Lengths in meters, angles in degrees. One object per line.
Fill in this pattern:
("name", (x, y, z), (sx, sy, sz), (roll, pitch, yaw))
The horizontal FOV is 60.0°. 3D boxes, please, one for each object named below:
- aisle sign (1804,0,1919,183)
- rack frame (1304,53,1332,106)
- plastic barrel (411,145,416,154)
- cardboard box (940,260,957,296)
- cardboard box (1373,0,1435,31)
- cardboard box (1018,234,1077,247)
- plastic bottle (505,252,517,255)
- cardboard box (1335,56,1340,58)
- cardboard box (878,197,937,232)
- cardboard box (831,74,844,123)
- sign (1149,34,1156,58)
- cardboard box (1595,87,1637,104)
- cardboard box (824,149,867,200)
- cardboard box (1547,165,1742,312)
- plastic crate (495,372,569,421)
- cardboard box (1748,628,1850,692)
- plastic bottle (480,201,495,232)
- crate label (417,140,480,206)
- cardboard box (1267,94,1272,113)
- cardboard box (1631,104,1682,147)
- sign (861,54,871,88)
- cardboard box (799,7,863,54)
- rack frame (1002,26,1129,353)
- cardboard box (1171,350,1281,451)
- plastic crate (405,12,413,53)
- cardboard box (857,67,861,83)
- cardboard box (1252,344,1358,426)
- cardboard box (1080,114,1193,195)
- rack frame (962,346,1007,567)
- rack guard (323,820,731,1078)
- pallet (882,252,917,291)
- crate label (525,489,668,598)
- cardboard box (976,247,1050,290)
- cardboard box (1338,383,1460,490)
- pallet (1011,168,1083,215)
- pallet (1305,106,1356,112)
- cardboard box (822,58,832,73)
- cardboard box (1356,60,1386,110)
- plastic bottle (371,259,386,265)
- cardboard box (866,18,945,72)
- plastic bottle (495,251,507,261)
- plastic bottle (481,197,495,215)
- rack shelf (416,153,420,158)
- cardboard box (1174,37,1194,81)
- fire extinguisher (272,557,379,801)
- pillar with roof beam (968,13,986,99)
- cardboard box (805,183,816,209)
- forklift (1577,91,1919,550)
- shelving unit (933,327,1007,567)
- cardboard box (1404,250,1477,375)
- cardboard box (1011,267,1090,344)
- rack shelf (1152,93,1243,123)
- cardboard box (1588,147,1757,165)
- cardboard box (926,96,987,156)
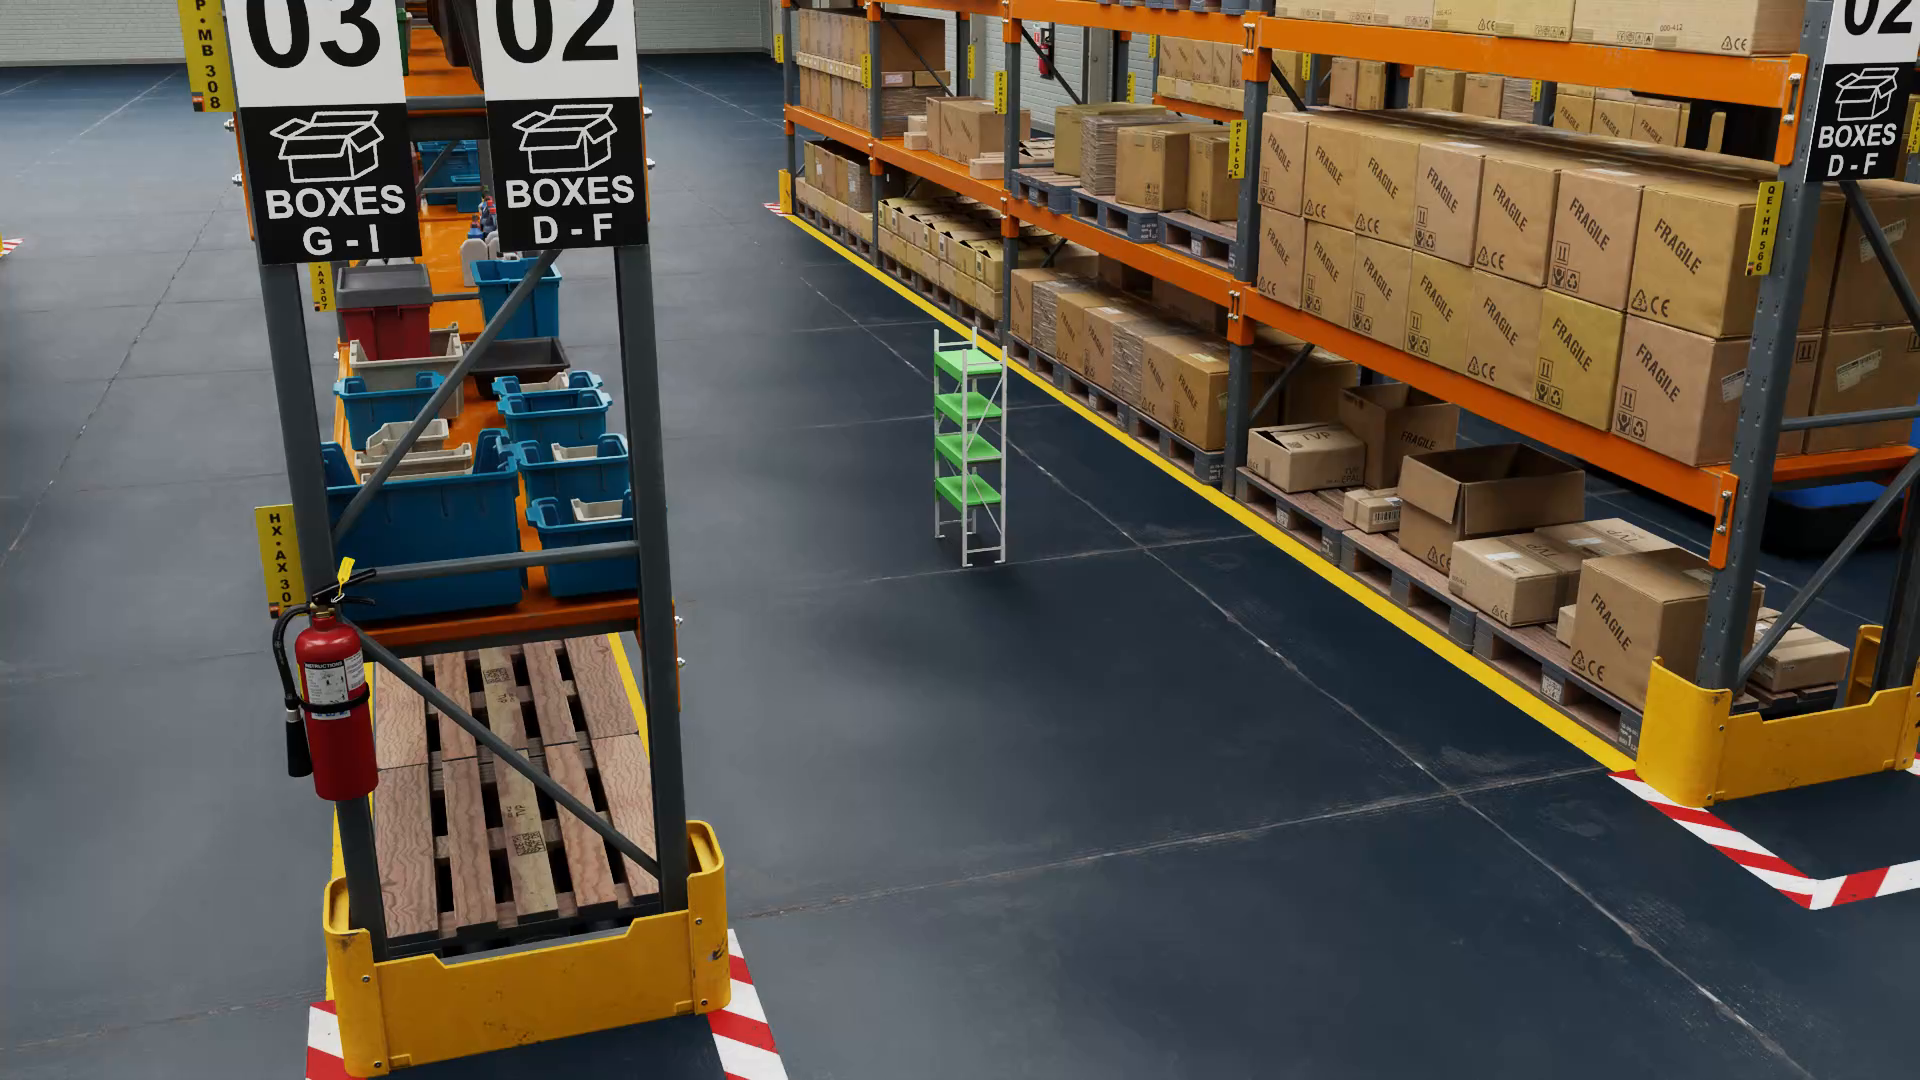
("aisle sign", (3.090, -1.620, 5.643), (0.394, 0.787, 0.004), (-6, 21, -17))
("rack frame", (4.289, -4.829, 18.424), (1.000, 3.000, 0.127), (-6, 21, -17))
("plastic barrel", (-4.385, -2.853, 12.757), (0.421, 0.512, 0.421), (0, 20, 0))
("cardboard box", (0.127, -2.391, 15.083), (0.500, 0.250, 0.500), (-6, 21, -16))
("cardboard box", (2.329, -2.572, 7.924), (0.500, 0.250, 0.500), (-6, 21, -17))
("cardboard box", (0.786, -2.553, 14.703), (0.500, 0.311, 0.500), (-7, 21, -19))
("plastic bottle", (-2.591, -1.603, 9.613), (0.061, 0.283, 0.133), (-6, 21, -17))
("cardboard box", (4.339, -5.294, 18.801), (0.500, 0.500, 0.500), (-7, 21, -18))
("cardboard box", (-0.519, -3.310, 16.812), (0.500, 0.311, 0.500), (-6, 21, -17))
("cardboard box", (-1.046, -4.985, 18.709), (0.700, 0.500, 0.500), (-6, 21, -16))
("sign", (2.517, -6.463, 21.691), (0.100, 0.325, 0.005), (-6, 21, -17))
("cardboard box", (5.614, -3.750, 13.691), (0.500, 0.250, 0.500), (-7, 21, -18))
("cardboard box", (-1.244, -4.165, 18.911), (0.500, 0.500, 0.500), (-6, 21, -17))
("cardboard box", (2.799, -1.244, 6.816), (0.500, 0.500, 0.500), (-6, 21, -16))
("plastic crate", (-1.769, -0.587, 6.914), (0.293, 0.136, 0.466), (-6, 21, -17))
("cardboard box", (3.554, 0.513, 7.118), (0.380, 0.149, 0.250), (-6, 21, -17))
("plastic bottle", (-2.957, -1.963, 10.518), (0.144, 0.351, 0.185), (-6, 21, -17))
("crate label", (-3.914, -2.857, 12.882), (0.502, 0.435, 0.616), (-6, 21, -17))
("cardboard box", (3.703, -5.049, 19.227), (0.500, 0.250, 0.500), (-6, 21, -17))
("cardboard box", (5.767, -3.231, 13.356), (0.500, 0.500, 0.500), (-6, 21, -17))
("sign", (-0.939, -4.687, 16.630), (0.100, 0.325, 0.005), (-6, 21, -17))
("cardboard box", (-1.519, -6.075, 19.825), (0.700, 0.500, 0.500), (-6, 21, -17))
("rack frame", (0.845, -3.018, 13.382), (1.000, 3.000, 0.127), (-6, 21, -17))
("cardboard box", (1.675, -0.893, 10.512), (0.500, 0.500, 0.500), (-7, 21, -17))
("plastic crate", (-2.229, -1.850, 6.083), (0.437, 0.136, 0.530), (-6, 21, -17))
("cardboard box", (-0.862, -4.882, 17.463), (0.380, 0.149, 0.250), (-7, 21, -19))
("cardboard box", (2.181, -0.946, 10.661), (0.500, 0.500, 0.500), (-7, 21, -20))
("cardboard box", (1.256, -2.759, 11.891), (0.700, 0.500, 0.500), (-3, 20, -7))
("rack frame", (0.129, -0.433, 8.848), (0.240, 1.200, 0.015), (-6, 21, -17))
("rack guard", (-1.325, 1.257, 5.177), (1.175, 0.500, 0.348), (-6, 21, -17))
("pallet", (-0.144, -2.757, 16.780), (1.003, 0.211, 1.213), (-6, 21, -17))
("crate label", (-1.109, 0.011, 5.109), (0.416, 0.233, 0.303), (-6, 21, -17))
("cardboard box", (0.446, -2.328, 14.076), (0.500, 0.311, 0.500), (-6, 21, -16))
("cardboard box", (2.550, -0.612, 9.731), (0.500, 0.500, 0.500), (-6, 21, -17))
("pallet", (1.124, -2.718, 12.830), (1.213, 0.211, 1.003), (-6, 21, -17))
("pallet", (4.391, -4.478, 17.731), (1.003, 0.211, 1.213), (-6, 21, -17))
("cardboard box", (-1.344, -5.376, 18.839), (0.380, 0.149, 0.250), (-7, 21, -18))
("cardboard box", (4.585, -4.736, 17.367), (0.700, 0.500, 0.500), (-4, 20, -12))
("plastic bottle", (-3.201, -1.446, 9.079), (0.144, 0.351, 0.185), (-6, 21, -17))
("cardboard box", (-0.558, -5.101, 17.114), (0.700, 0.500, 0.500), (-6, 21, -17))
("plastic bottle", (-2.417, -1.347, 8.801), (0.144, 0.351, 0.185), (-6, 21, -17))
("plastic bottle", (-3.174, -2.173, 11.218), (0.097, 0.271, 0.097), (0, 20, 0))
("rack shelf", (-5.745, -4.080, 17.402), (1.077, 0.370, 4.000), (-6, 21, -17))
("cardboard box", (3.042, -6.060, 20.933), (0.500, 0.500, 0.500), (-6, 21, -17))
("fire extinguisher", (-1.728, 0.383, 4.579), (0.296, 0.674, 0.183), (-6, 21, -17))
("pillar with roof beam", (-3.786, -12.197, 30.062), (9.100, 9.000, 0.400), (-6, 21, -17))
("cardboard box", (-1.552, -4.133, 19.933), (0.500, 0.250, 0.500), (-6, 21, -17))
("forklift", (4.612, -1.790, 10.064), (1.130, 2.935, 3.031), (-6, 21, -16))
("shelving unit", (0.052, -0.512, 9.066), (0.258, 1.200, 0.503), (-6, 21, -17))
("cardboard box", (2.484, -1.101, 7.897), (0.500, 0.500, 0.500), (-7, 21, -18))
("cardboard box", (0.716, -1.872, 13.239), (0.500, 0.500, 0.500), (-5, 20, -15))
("rack shelf", (3.660, -5.133, 20.333), (1.077, 0.370, 4.000), (-6, 21, -17))
("cardboard box", (3.146, -1.467, 7.436), (0.500, 0.500, 0.500), (-6, 21, -16))
("cardboard box", (-0.021, -3.932, 15.777), (0.500, 0.500, 0.500), (-5, 20, -13))
